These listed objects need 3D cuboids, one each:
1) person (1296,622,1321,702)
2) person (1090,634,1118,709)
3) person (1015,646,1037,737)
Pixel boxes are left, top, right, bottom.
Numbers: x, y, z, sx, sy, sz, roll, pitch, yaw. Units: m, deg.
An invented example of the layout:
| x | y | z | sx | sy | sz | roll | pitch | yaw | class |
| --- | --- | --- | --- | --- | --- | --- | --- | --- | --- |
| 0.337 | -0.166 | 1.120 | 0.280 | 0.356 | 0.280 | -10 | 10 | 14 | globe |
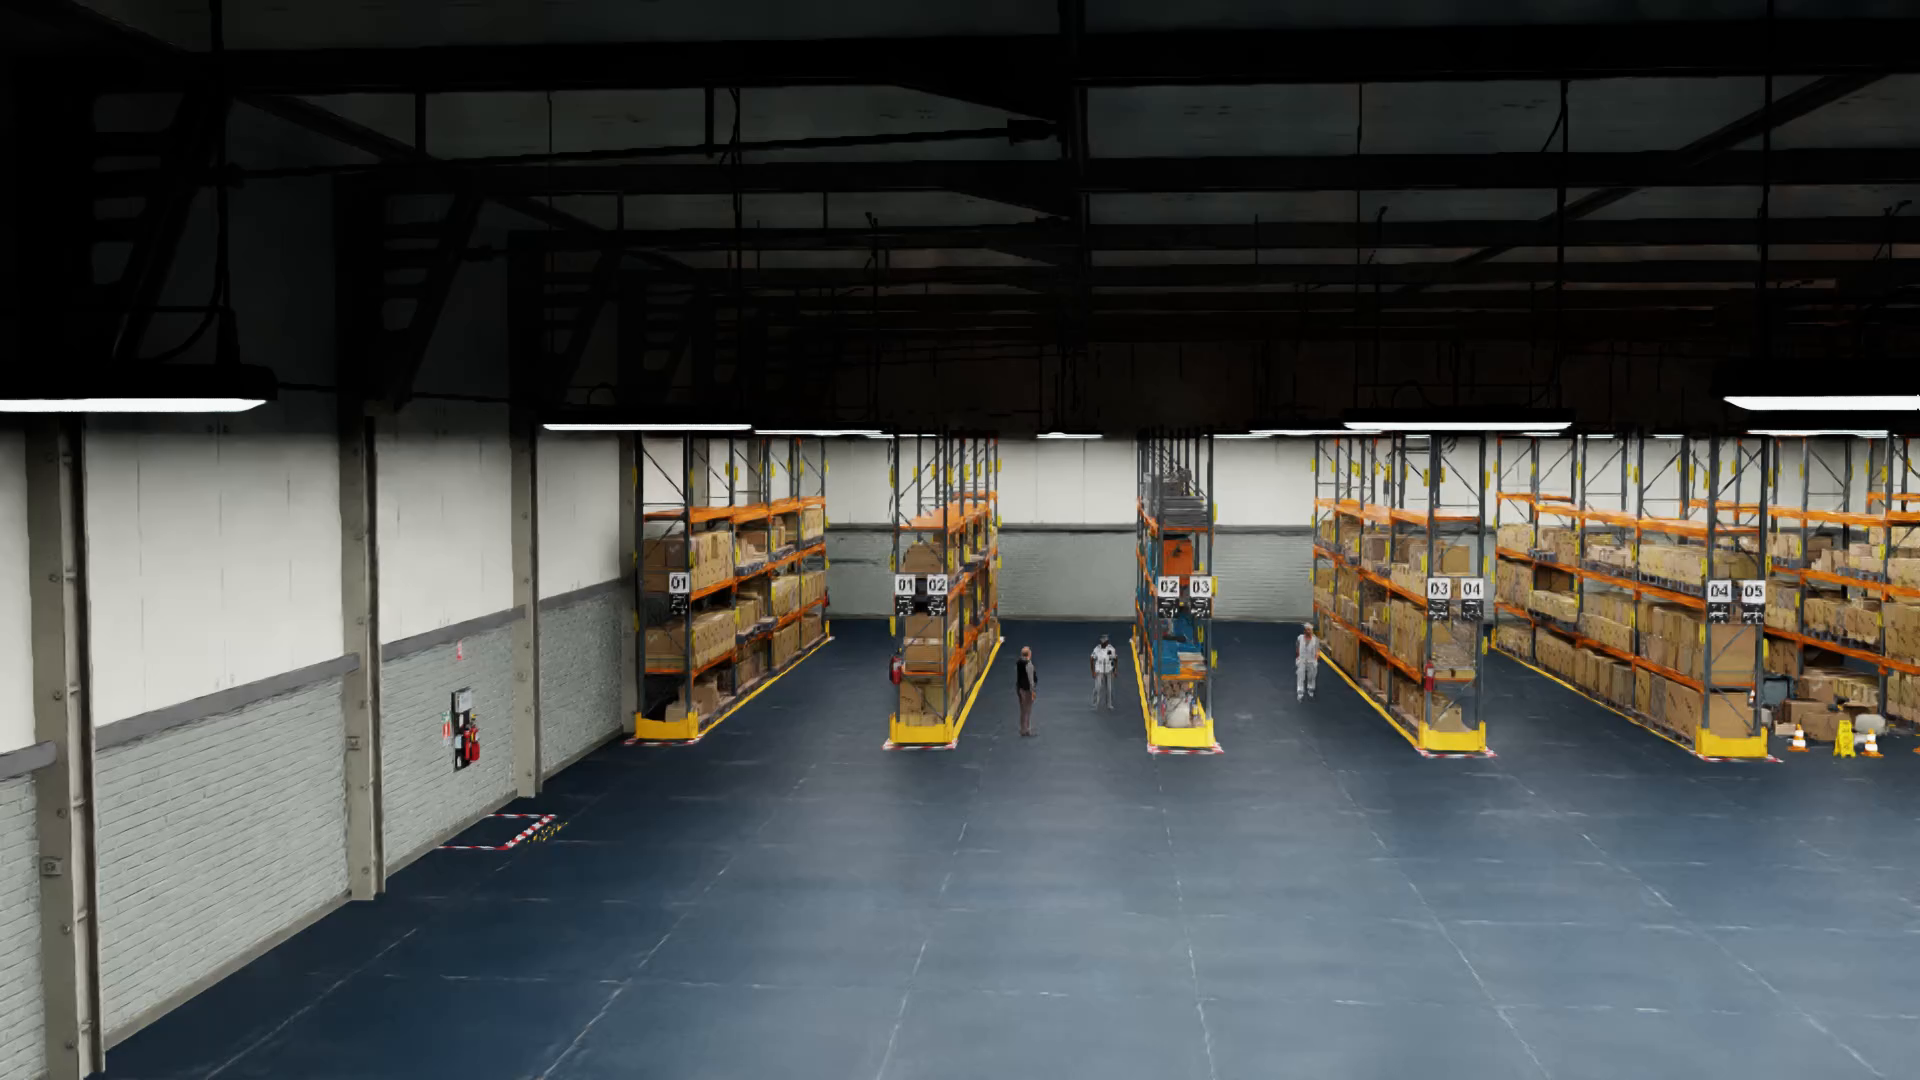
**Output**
| x | y | z | sx | sy | sz | roll | pitch | yaw | class |
| --- | --- | --- | --- | --- | --- | --- | --- | --- | --- |
| 7.605 | 2.662 | 36.341 | 0.531 | 1.728 | 1.036 | 1 | 4 | 13 | person |
| 3.064 | 2.795 | 35.391 | 0.592 | 1.618 | 0.518 | 0 | 3 | 5 | person |
| 1.322 | 2.916 | 32.147 | 0.454 | 1.723 | 0.581 | -1 | 4 | -23 | person |
